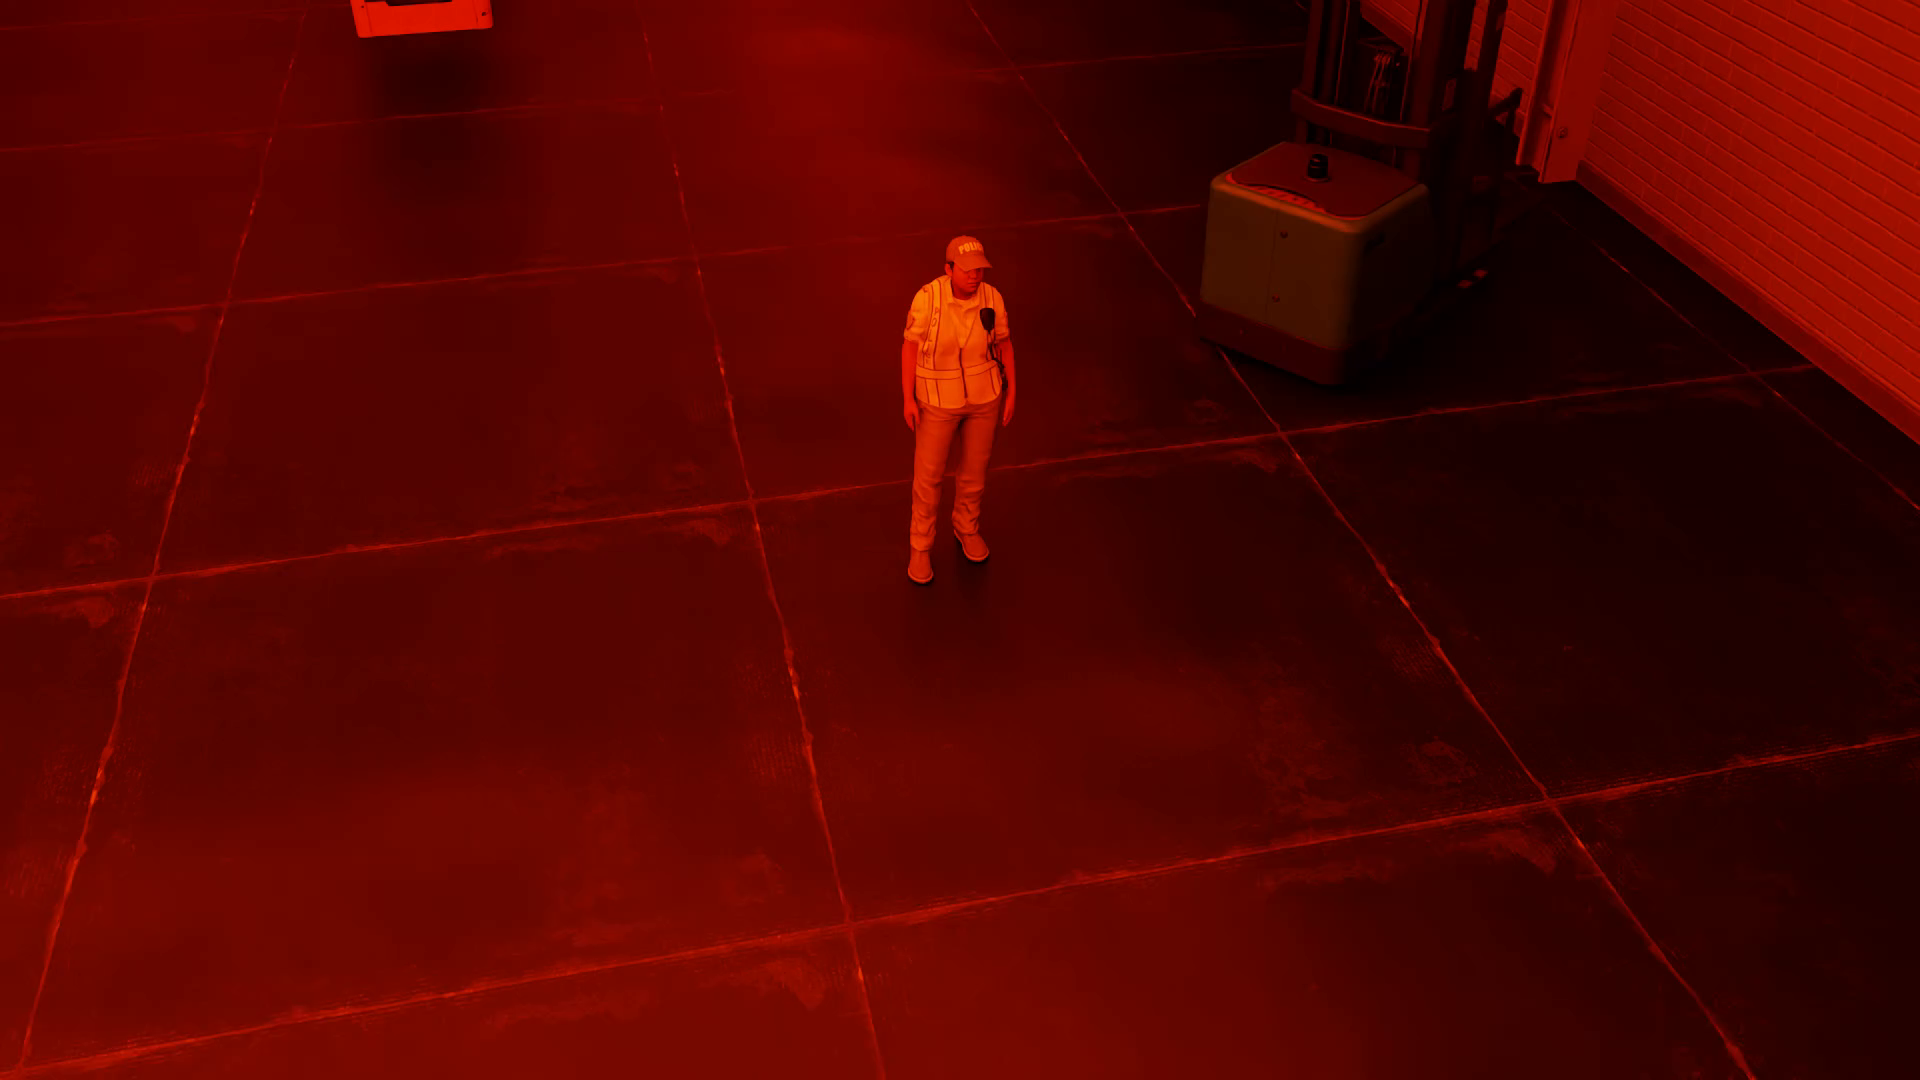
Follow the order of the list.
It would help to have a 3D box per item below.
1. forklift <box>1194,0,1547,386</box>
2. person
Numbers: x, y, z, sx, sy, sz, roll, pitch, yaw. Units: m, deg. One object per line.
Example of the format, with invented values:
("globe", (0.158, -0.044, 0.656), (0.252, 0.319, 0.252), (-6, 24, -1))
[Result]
("forklift", (2.799, -2.864, 10.030), (1.130, 2.935, 3.031), (28, 44, 33))
("person", (-0.005, -0.635, 8.003), (0.598, 1.670, 0.527), (-8, 36, -11))
